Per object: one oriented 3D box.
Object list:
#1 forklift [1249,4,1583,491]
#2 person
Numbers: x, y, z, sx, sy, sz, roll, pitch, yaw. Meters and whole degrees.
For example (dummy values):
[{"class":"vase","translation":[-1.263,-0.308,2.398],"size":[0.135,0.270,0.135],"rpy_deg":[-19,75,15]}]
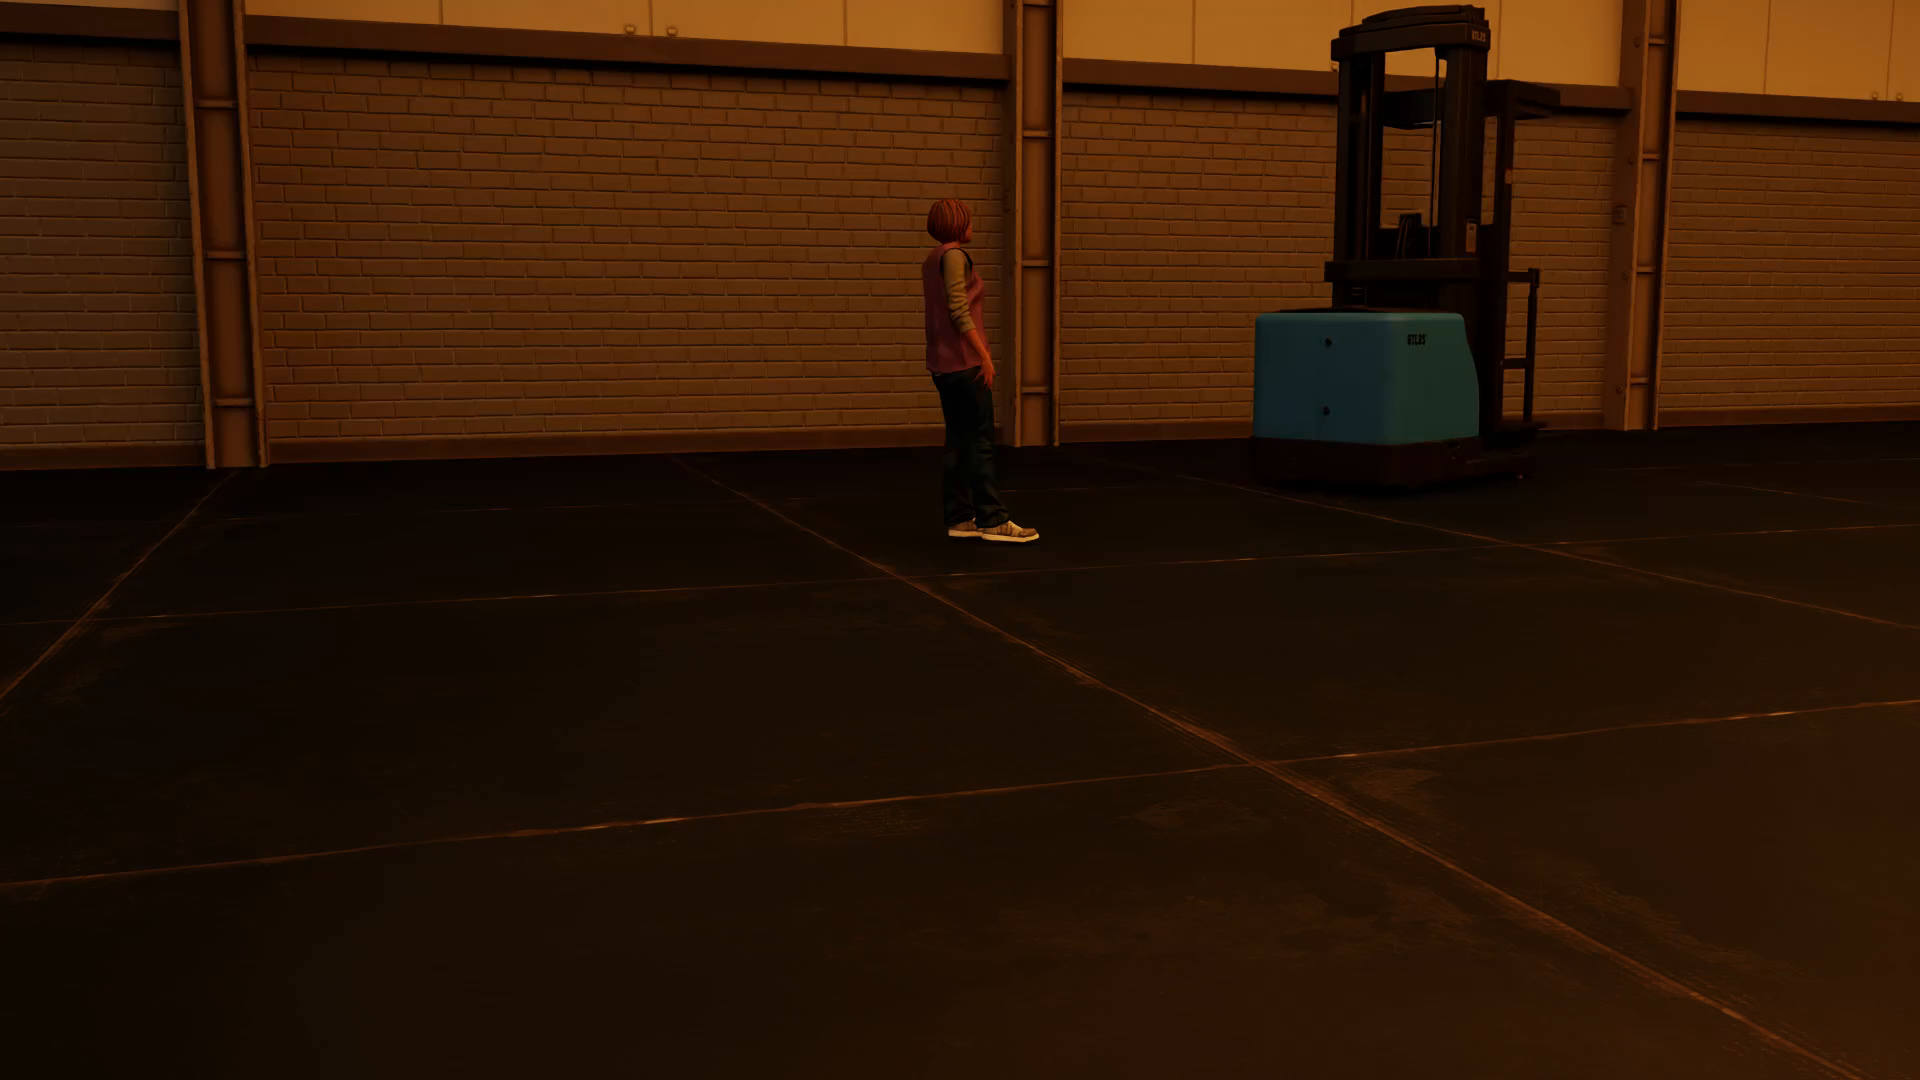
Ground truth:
[{"class":"forklift","translation":[3.187,-1.887,10.922],"size":[1.130,2.935,3.031],"rpy_deg":[7,11,43]},{"class":"person","translation":[0.074,-0.800,7.825],"size":[0.476,1.597,0.520],"rpy_deg":[-3,8,-18]}]
